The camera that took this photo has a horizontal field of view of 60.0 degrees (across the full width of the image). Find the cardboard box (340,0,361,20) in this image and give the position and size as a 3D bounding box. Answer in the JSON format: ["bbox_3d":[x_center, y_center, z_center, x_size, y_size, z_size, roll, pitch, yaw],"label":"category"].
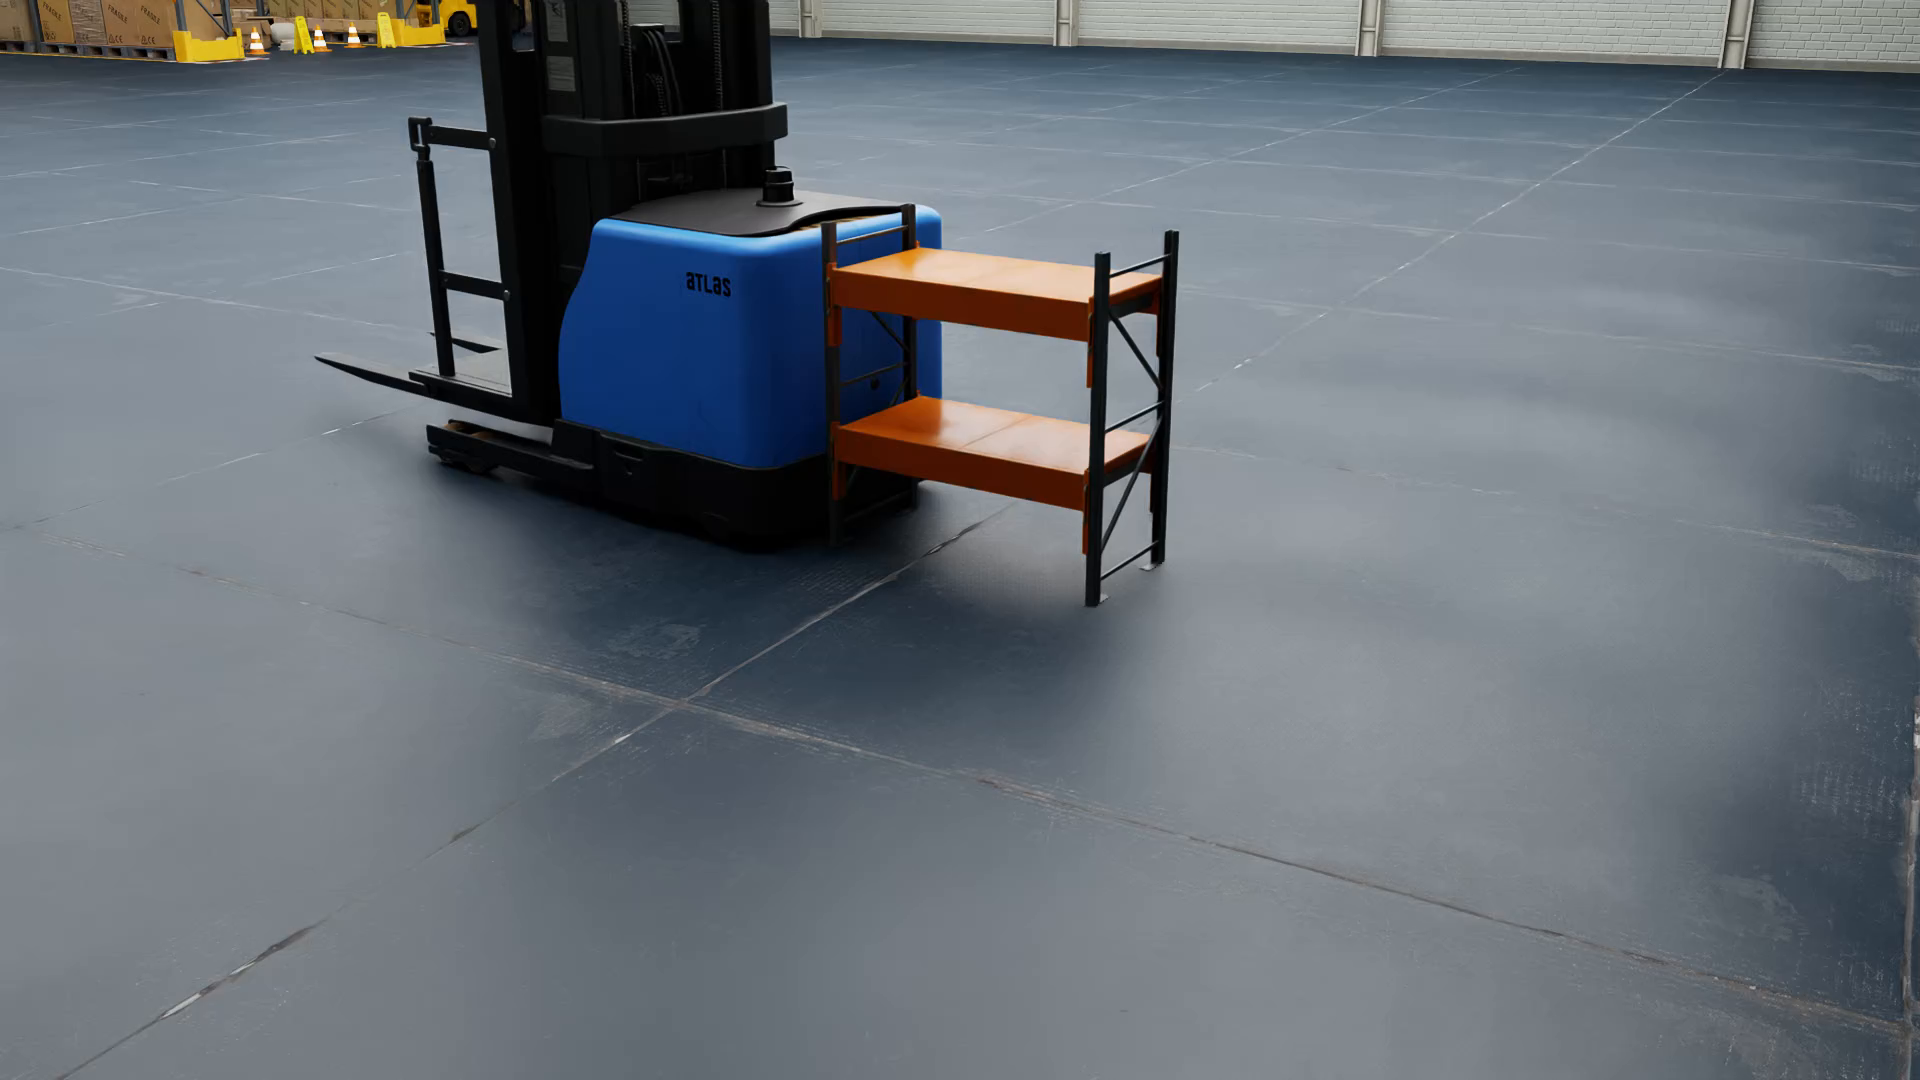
[{"bbox_3d":[-11.939,-10.617,33.052,0.500,0.500,0.500,12,23,29],"label":"cardboard box"}]

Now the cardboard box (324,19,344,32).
[{"bbox_3d":[-12.400,-10.351,33.419,0.500,0.250,0.500,10,22,25],"label":"cardboard box"}]

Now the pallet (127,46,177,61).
[{"bbox_3d":[-13.718,-8.527,29.062,1.213,0.211,1.003,11,23,27],"label":"pallet"}]

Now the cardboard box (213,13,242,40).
[{"bbox_3d":[-14.244,-9.800,31.945,0.503,0.637,0.797,11,23,27],"label":"cardboard box"}]

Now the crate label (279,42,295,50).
[{"bbox_3d":[-12.621,-9.285,31.262,0.298,0.136,0.250,0,20,-1],"label":"crate label"}]

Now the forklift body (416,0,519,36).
[{"bbox_3d":[-10.783,-12.070,35.985,1.214,2.155,2.313,11,23,27],"label":"forklift body"}]

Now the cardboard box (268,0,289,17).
[{"bbox_3d":[-13.764,-10.962,34.004,0.500,0.500,0.500,12,23,30],"label":"cardboard box"}]

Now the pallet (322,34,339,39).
[{"bbox_3d":[-13.544,-10.471,34.423,1.213,0.211,1.003,11,23,27],"label":"pallet"}]

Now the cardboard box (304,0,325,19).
[{"bbox_3d":[-12.839,-10.790,33.529,0.500,0.500,0.500,12,23,30],"label":"cardboard box"}]

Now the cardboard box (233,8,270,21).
[{"bbox_3d":[-14.607,-10.932,34.841,0.625,0.372,0.950,11,23,28],"label":"cardboard box"}]

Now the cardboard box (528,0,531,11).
[{"bbox_3d":[-9.248,-11.911,36.985,0.500,0.250,0.500,11,22,27],"label":"cardboard box"}]

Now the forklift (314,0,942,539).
[{"bbox_3d":[-1.522,-1.769,6.444,3.031,2.935,1.130,15,25,36],"label":"forklift"}]

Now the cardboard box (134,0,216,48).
[{"bbox_3d":[-13.606,-9.020,28.831,0.875,0.875,0.875,11,23,28],"label":"cardboard box"}]

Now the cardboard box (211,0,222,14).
[{"bbox_3d":[-14.990,-10.529,33.049,0.500,0.500,0.500,11,23,27],"label":"cardboard box"}]

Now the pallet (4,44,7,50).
[{"bbox_3d":[-18.253,-9.391,31.443,1.213,0.211,1.003,11,23,27],"label":"pallet"}]

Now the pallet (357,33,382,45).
[{"bbox_3d":[-11.414,-10.066,33.304,1.213,0.211,1.003,11,23,27],"label":"pallet"}]

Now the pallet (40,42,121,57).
[{"bbox_3d":[-15.848,-8.932,30.180,1.213,0.211,1.003,11,23,27],"label":"pallet"}]

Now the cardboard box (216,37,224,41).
[{"bbox_3d":[-14.075,-9.370,31.307,0.258,0.266,0.396,16,25,36],"label":"cardboard box"}]

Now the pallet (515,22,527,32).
[{"bbox_3d":[-9.987,-11.704,37.820,1.213,0.211,1.003,11,23,27],"label":"pallet"}]

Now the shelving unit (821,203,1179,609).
[{"bbox_3d":[0.121,-0.480,5.538,1.048,1.125,0.538,13,23,31],"label":"shelving unit"}]

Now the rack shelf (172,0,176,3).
[{"bbox_3d":[-14.728,-9.722,29.323,4.000,0.370,1.077,11,23,27],"label":"rack shelf"}]

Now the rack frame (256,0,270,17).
[{"bbox_3d":[-14.148,-11.883,34.226,0.127,3.000,1.000,11,23,27],"label":"rack frame"}]

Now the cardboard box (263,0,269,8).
[{"bbox_3d":[-17.049,-13.309,41.206,0.500,0.500,0.500,10,22,25],"label":"cardboard box"}]

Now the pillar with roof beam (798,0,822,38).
[{"bbox_3d":[-5.268,-13.621,30.220,0.400,9.000,9.100,11,23,27],"label":"pillar with roof beam"}]

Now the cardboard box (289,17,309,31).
[{"bbox_3d":[-13.293,-10.524,33.896,0.500,0.250,0.500,12,23,30],"label":"cardboard box"}]

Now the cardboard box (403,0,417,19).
[{"bbox_3d":[-11.246,-10.696,33.269,0.500,0.500,0.500,10,22,26],"label":"cardboard box"}]

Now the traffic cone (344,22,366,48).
[{"bbox_3d":[-11.660,-9.713,31.964,0.334,0.463,0.336,11,23,27],"label":"traffic cone"}]

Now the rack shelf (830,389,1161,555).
[{"bbox_3d":[0.121,-0.250,5.621,1.000,0.278,0.538,13,23,31],"label":"rack shelf"}]

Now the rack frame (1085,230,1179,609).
[{"bbox_3d":[0.546,-0.385,5.276,0.032,1.125,0.500,13,23,31],"label":"rack frame"}]

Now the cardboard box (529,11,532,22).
[{"bbox_3d":[-9.232,-11.671,37.057,0.500,0.250,0.500,11,23,27],"label":"cardboard box"}]

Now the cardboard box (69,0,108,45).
[{"bbox_3d":[-15.170,-9.317,29.652,0.875,0.875,0.875,11,23,28],"label":"cardboard box"}]

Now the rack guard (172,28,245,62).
[{"bbox_3d":[-12.960,-8.549,28.699,0.348,0.500,1.175,11,23,27],"label":"rack guard"}]

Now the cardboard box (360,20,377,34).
[{"bbox_3d":[-11.513,-10.181,32.951,0.500,0.250,0.500,11,23,27],"label":"cardboard box"}]

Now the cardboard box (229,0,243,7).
[{"bbox_3d":[-17.932,-13.481,41.682,0.500,0.500,0.500,10,22,27],"label":"cardboard box"}]

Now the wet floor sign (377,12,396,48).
[{"bbox_3d":[-11.012,-9.761,31.829,0.267,0.644,0.232,-16,26,-38],"label":"wet floor sign"}]

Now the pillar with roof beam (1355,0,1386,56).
[{"bbox_3d":[5.208,-11.626,24.719,0.400,9.000,9.100,11,23,27],"label":"pillar with roof beam"}]

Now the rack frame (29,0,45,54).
[{"bbox_3d":[-16.474,-10.393,30.118,0.127,3.000,1.000,11,23,27],"label":"rack frame"}]
